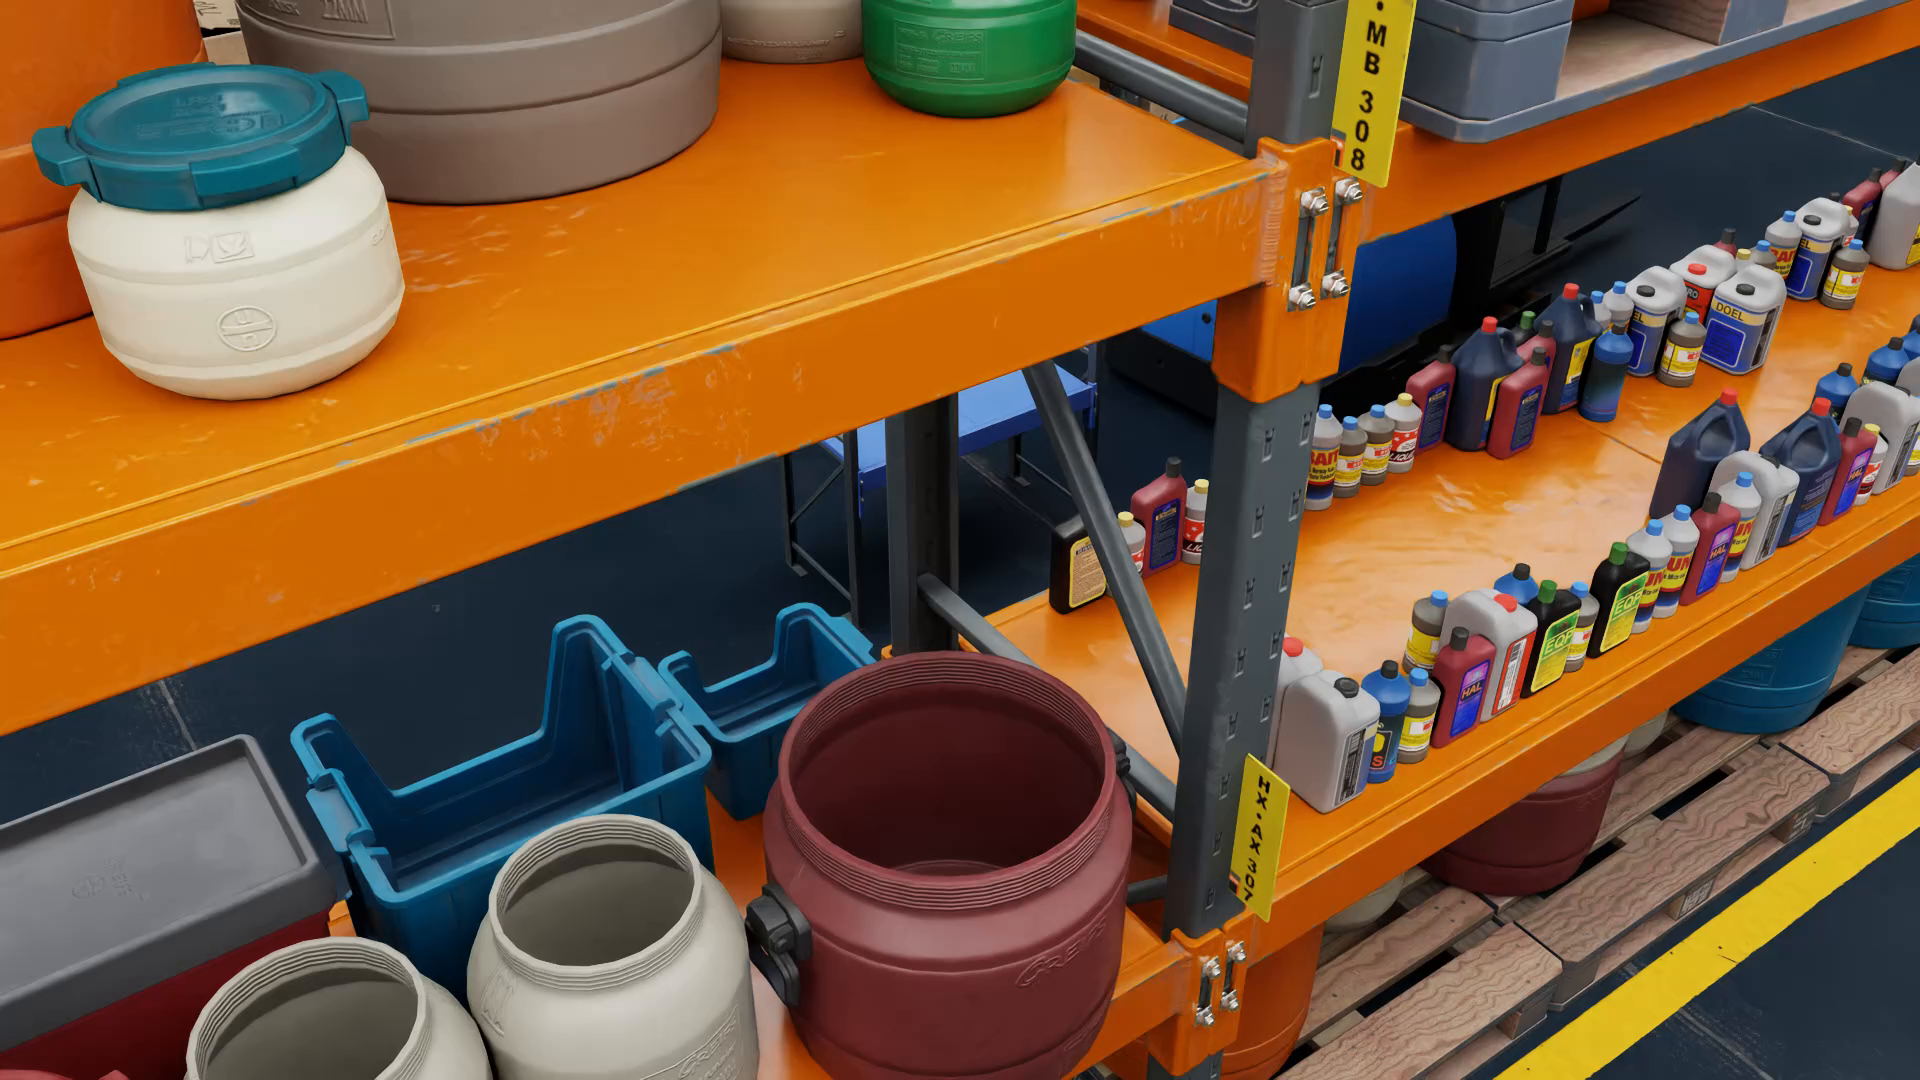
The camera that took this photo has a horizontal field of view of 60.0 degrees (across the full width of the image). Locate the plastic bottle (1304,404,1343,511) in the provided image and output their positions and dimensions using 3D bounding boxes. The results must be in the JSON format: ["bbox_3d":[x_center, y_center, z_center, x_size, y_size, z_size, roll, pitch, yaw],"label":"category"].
[{"bbox_3d":[0.881,-0.210,4.083,0.097,0.271,0.097,0,36,0],"label":"plastic bottle"}]

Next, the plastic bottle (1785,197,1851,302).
[{"bbox_3d":[2.557,-0.882,5.013,0.135,0.276,0.152,-22,41,-28],"label":"plastic bottle"}]

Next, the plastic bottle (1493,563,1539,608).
[{"bbox_3d":[1.178,0.167,3.559,0.097,0.271,0.097,0,36,0],"label":"plastic bottle"}]

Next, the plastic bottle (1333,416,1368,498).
[{"bbox_3d":[0.961,-0.214,4.149,0.097,0.201,0.097,0,36,0],"label":"plastic bottle"}]

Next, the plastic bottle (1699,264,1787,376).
[{"bbox_3d":[2.187,-0.621,4.650,0.135,0.276,0.152,-22,41,-28],"label":"plastic bottle"}]

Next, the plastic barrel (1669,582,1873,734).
[{"bbox_3d":[2.421,0.066,5.027,0.708,0.901,0.600,-22,41,-28],"label":"plastic barrel"}]

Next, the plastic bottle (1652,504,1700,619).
[{"bbox_3d":[1.590,0.041,3.735,0.097,0.271,0.097,0,36,0],"label":"plastic bottle"}]

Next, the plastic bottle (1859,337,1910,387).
[{"bbox_3d":[2.410,-0.405,4.355,0.097,0.271,0.097,0,36,0],"label":"plastic bottle"}]

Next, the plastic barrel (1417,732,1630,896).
[{"bbox_3d":[1.498,0.573,4.591,0.708,0.588,0.600,-22,41,-28],"label":"plastic barrel"}]

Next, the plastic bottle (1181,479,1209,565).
[{"bbox_3d":[0.563,-0.050,3.921,0.097,0.201,0.097,0,36,0],"label":"plastic bottle"}]

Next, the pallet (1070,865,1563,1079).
[{"bbox_3d":[0.805,1.164,4.451,1.213,0.211,1.003,-22,41,-28],"label":"pallet"}]

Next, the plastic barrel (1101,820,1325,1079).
[{"bbox_3d":[0.575,0.854,3.992,0.708,0.830,0.600,-22,41,-28],"label":"plastic barrel"}]

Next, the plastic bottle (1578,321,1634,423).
[{"bbox_3d":[1.723,-0.453,4.421,0.097,0.271,0.097,0,36,0],"label":"plastic bottle"}]

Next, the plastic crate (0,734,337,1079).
[{"bbox_3d":[-1.313,0.688,2.669,0.583,0.464,0.402,-22,41,-28],"label":"plastic crate"}]

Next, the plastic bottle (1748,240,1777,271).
[{"bbox_3d":[2.367,-0.793,4.953,0.097,0.201,0.097,0,36,0],"label":"plastic bottle"}]

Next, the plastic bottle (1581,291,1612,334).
[{"bbox_3d":[1.720,-0.555,4.562,0.097,0.271,0.097,0,36,0],"label":"plastic bottle"}]

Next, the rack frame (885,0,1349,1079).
[{"bbox_3d":[0.185,0.317,3.241,0.127,3.000,1.000,-22,41,-28],"label":"rack frame"}]

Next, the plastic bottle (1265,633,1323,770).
[{"bbox_3d":[0.637,0.303,3.366,0.135,0.276,0.152,-22,41,-28],"label":"plastic bottle"}]

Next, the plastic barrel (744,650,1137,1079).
[{"bbox_3d":[-0.020,0.562,2.783,0.708,0.536,0.600,-22,41,-28],"label":"plastic barrel"}]

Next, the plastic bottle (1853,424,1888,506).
[{"bbox_3d":[2.229,-0.194,4.120,0.097,0.201,0.097,0,36,0],"label":"plastic bottle"}]

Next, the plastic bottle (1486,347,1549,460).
[{"bbox_3d":[1.438,-0.354,4.272,0.133,0.283,0.061,-22,41,-28],"label":"plastic bottle"}]

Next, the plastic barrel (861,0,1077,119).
[{"bbox_3d":[0.012,-0.731,2.261,0.294,0.245,0.294,0,36,0],"label":"plastic barrel"}]

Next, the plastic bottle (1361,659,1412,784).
[{"bbox_3d":[0.835,0.352,3.302,0.097,0.271,0.097,0,36,0],"label":"plastic bottle"}]

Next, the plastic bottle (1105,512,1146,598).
[{"bbox_3d":[0.374,0.027,3.813,0.097,0.201,0.097,0,36,0],"label":"plastic bottle"}]

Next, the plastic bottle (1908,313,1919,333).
[{"bbox_3d":[2.657,-0.550,4.488,0.185,0.351,0.144,-22,41,-28],"label":"plastic bottle"}]

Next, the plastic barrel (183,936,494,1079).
[{"bbox_3d":[-0.878,0.861,2.388,0.421,0.512,0.421,0,36,0],"label":"plastic barrel"}]

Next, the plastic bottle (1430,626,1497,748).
[{"bbox_3d":[1.019,0.284,3.386,0.133,0.283,0.061,-22,41,-28],"label":"plastic bottle"}]

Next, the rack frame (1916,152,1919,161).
[{"bbox_3d":[3.454,-1.029,5.112,0.127,3.000,1.000,-22,41,-28],"label":"rack frame"}]

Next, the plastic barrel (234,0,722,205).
[{"bbox_3d":[-0.612,-0.932,1.979,0.600,0.901,0.600,0,36,0],"label":"plastic barrel"}]

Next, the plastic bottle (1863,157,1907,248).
[{"bbox_3d":[2.909,-1.062,5.257,0.133,0.283,0.061,-22,41,-28],"label":"plastic bottle"}]

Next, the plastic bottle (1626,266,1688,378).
[{"bbox_3d":[1.910,-0.615,4.643,0.135,0.276,0.152,-22,41,-28],"label":"plastic bottle"}]

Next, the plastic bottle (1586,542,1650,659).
[{"bbox_3d":[1.427,0.116,3.619,0.133,0.283,0.061,-22,41,-28],"label":"plastic bottle"}]

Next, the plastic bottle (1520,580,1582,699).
[{"bbox_3d":[1.238,0.194,3.512,0.133,0.283,0.061,-22,41,-28],"label":"plastic bottle"}]

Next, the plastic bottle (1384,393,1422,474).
[{"bbox_3d":[1.120,-0.279,4.240,0.097,0.201,0.097,0,36,0],"label":"plastic bottle"}]

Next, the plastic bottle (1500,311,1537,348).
[{"bbox_3d":[1.464,-0.467,4.431,0.133,0.283,0.061,-22,41,-28],"label":"plastic bottle"}]

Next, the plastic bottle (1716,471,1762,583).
[{"bbox_3d":[1.779,-0.037,3.842,0.097,0.271,0.097,0,36,0],"label":"plastic bottle"}]

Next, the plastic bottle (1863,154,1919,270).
[{"bbox_3d":[2.947,-1.032,5.157,0.185,0.351,0.144,-22,41,-28],"label":"plastic bottle"}]

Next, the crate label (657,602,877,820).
[{"bbox_3d":[-0.376,0.347,3.341,0.416,0.233,0.303,-22,41,-28],"label":"crate label"}]

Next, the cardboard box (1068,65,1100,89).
[{"bbox_3d":[0.365,-2.255,8.581,0.500,0.500,0.500,-23,41,-28],"label":"cardboard box"}]

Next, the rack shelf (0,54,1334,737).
[{"bbox_3d":[-1.450,0.064,1.640,4.000,0.370,1.077,-22,41,-28],"label":"rack shelf"}]

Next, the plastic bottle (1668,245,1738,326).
[{"bbox_3d":[2.099,-0.693,4.751,0.135,0.276,0.152,-22,41,-28],"label":"plastic bottle"}]

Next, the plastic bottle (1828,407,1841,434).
[{"bbox_3d":[2.085,-0.206,4.078,0.097,0.271,0.097,0,36,0],"label":"plastic bottle"}]

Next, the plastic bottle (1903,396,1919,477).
[{"bbox_3d":[2.418,-0.272,4.229,0.097,0.201,0.097,0,36,0],"label":"plastic bottle"}]

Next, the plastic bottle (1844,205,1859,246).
[{"bbox_3d":[2.716,-0.936,5.153,0.097,0.201,0.097,0,36,0],"label":"plastic bottle"}]

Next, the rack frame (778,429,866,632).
[{"bbox_3d":[-0.485,-0.409,5.534,0.032,1.500,0.500,-22,41,-28],"label":"rack frame"}]

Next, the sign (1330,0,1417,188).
[{"bbox_3d":[0.507,-0.599,2.034,0.005,0.325,0.100,-22,41,-28],"label":"sign"}]

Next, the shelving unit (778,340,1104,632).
[{"bbox_3d":[-0.070,-0.580,5.772,1.048,1.500,0.538,-22,41,-28],"label":"shelving unit"}]

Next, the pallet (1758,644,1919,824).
[{"bbox_3d":[2.799,0.343,5.593,1.213,0.211,1.003,-22,41,-28],"label":"pallet"}]

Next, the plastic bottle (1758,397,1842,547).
[{"bbox_3d":[1.991,-0.173,3.964,0.185,0.351,0.144,-22,41,-28],"label":"plastic bottle"}]

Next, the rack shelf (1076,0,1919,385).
[{"bbox_3d":[1.819,-1.282,3.510,4.000,0.370,1.077,-22,41,-28],"label":"rack shelf"}]

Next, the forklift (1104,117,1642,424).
[{"bbox_3d":[2.054,-2.287,6.920,3.031,2.935,1.130,-28,44,-33],"label":"forklift"}]
